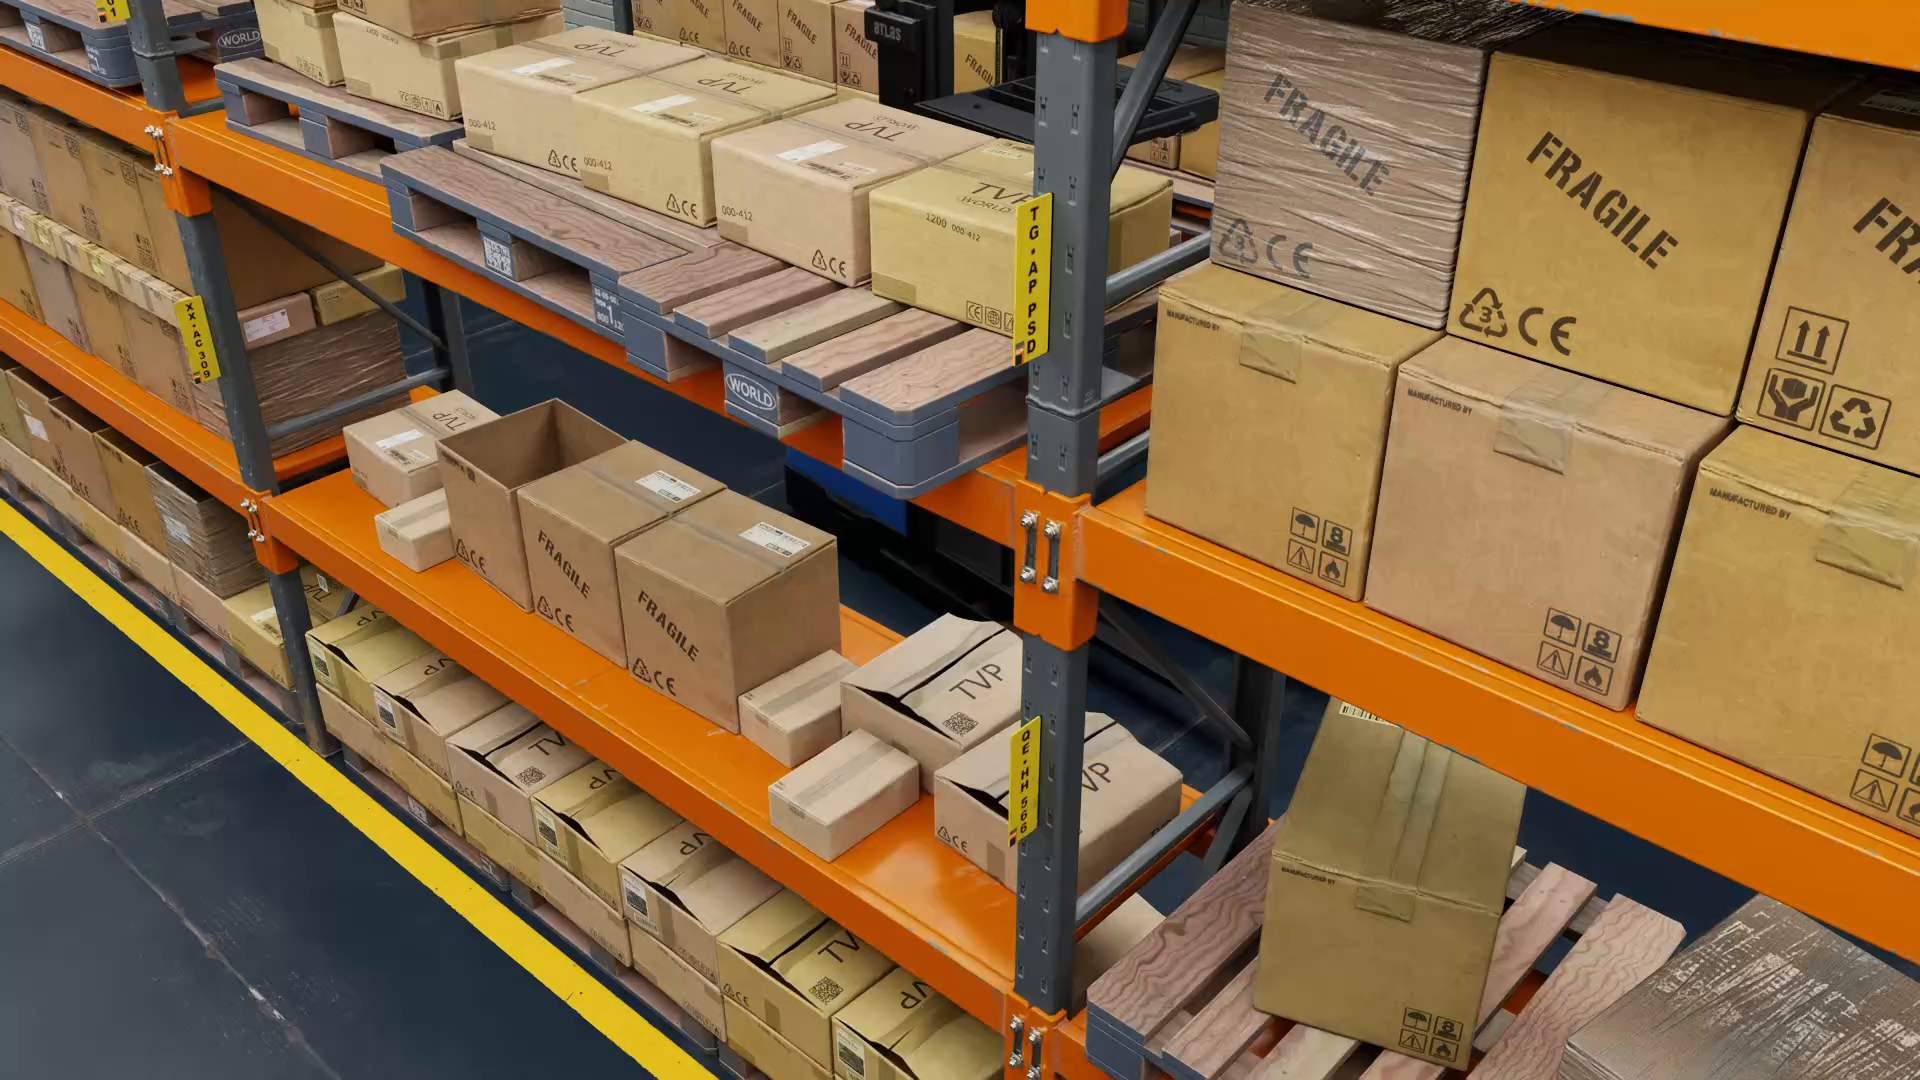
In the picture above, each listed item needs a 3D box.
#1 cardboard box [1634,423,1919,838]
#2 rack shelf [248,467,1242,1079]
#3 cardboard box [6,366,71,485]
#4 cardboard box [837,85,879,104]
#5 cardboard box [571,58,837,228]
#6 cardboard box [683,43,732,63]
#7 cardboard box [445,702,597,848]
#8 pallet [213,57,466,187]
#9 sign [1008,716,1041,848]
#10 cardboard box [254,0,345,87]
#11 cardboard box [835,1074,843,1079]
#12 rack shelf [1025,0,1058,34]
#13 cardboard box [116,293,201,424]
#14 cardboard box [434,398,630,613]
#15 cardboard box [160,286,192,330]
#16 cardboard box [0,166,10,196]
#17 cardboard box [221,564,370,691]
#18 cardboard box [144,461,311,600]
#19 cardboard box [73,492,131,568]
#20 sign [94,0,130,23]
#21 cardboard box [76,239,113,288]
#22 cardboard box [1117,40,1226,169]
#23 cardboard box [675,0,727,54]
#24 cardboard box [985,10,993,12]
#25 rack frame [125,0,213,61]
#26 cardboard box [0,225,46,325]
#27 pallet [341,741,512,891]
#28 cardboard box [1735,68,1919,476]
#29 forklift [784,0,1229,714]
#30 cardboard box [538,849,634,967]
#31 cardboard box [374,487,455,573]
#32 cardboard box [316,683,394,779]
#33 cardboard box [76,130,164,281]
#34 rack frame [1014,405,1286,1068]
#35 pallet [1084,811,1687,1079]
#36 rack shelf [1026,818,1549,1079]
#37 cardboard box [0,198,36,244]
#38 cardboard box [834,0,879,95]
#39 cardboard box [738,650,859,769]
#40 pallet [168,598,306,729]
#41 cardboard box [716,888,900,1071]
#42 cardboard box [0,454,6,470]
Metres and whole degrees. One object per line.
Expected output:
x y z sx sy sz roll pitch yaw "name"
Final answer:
1.626 0.004 2.830 0.500 0.500 0.910 25 39 35 "cardboard box"
-0.966 0.453 5.786 4.000 0.370 1.077 25 39 35 "rack shelf"
-4.415 -0.644 8.443 0.500 0.500 0.500 25 39 35 "cardboard box"
-0.430 -2.779 10.584 0.500 0.250 0.500 25 39 35 "cardboard box"
-0.675 -1.076 4.459 0.500 0.250 0.500 24 39 34 "cardboard box"
-1.550 -3.307 11.461 0.500 0.250 0.500 24 38 34 "cardboard box"
-1.558 0.803 6.223 0.500 0.311 0.500 24 38 34 "cardboard box"
-1.787 -1.450 5.527 1.217 0.209 0.805 23 38 33 "pallet"
0.146 0.555 3.798 0.005 0.325 0.100 25 39 35 "sign"
-1.999 -1.731 5.547 0.500 0.250 0.500 -25 39 -35 "cardboard box"
-0.037 1.746 5.199 0.500 0.250 0.500 26 40 36 "cardboard box"
-0.966 -1.946 4.342 4.000 0.370 1.077 25 39 35 "rack shelf"
-3.178 -0.921 7.275 0.500 0.500 0.700 25 39 35 "cardboard box"
-1.500 -0.136 5.970 0.500 0.500 0.500 -26 40 -36 "cardboard box"
-2.977 -0.966 6.721 0.250 0.149 0.380 24 39 34 "cardboard box"
-4.270 -1.991 7.795 0.500 0.500 0.700 25 39 35 "cardboard box"
-2.940 0.374 7.479 0.500 0.250 0.500 25 39 35 "cardboard box"
-3.303 -0.125 7.581 0.500 0.500 0.500 25 39 35 "cardboard box"
-4.056 -0.143 8.338 0.500 0.250 0.500 25 39 35 "cardboard box"
-2.821 -1.875 5.470 0.005 0.325 0.100 25 39 35 "sign"
-3.548 -1.233 7.164 0.250 0.149 0.380 25 39 35 "cardboard box"
1.227 -2.485 9.446 0.500 0.500 0.700 25 39 35 "cardboard box"
-1.582 -3.638 11.283 0.500 0.500 0.500 25 39 35 "cardboard box"
0.283 -3.131 10.442 0.500 0.500 0.500 25 39 35 "cardboard box"
-2.449 -3.117 5.203 0.127 3.000 1.000 25 39 35 "rack frame"
-4.321 -1.454 8.160 0.500 0.500 0.700 25 39 35 "cardboard box"
-1.877 0.888 7.071 1.213 0.211 1.003 25 39 35 "pallet"
1.592 -0.413 2.552 0.500 0.500 0.500 25 39 35 "cardboard box"
0.416 -1.013 7.591 1.130 2.935 3.031 -25 39 -35 "forklift"
-1.176 1.217 6.078 0.500 0.250 0.500 26 40 36 "cardboard box"
-1.929 -0.055 6.176 0.250 0.149 0.380 25 39 35 "cardboard box"
-2.316 0.685 6.962 0.500 0.250 0.500 24 38 34 "cardboard box"
-3.158 -1.471 6.931 0.500 0.500 0.700 25 39 35 "cardboard box"
0.516 0.837 4.451 0.127 3.000 1.000 25 39 35 "rack frame"
1.066 1.127 4.155 1.003 0.211 1.213 25 39 35 "pallet"
1.999 1.838 3.487 4.000 0.370 1.077 25 39 35 "rack shelf"
-4.129 -1.502 7.611 0.250 0.149 0.380 25 39 36 "cardboard box"
-0.426 -3.103 10.394 0.500 0.500 0.500 24 38 34 "cardboard box"
-0.467 0.525 5.213 0.380 0.149 0.250 -26 40 -36 "cardboard box"
-3.011 0.356 7.954 1.213 0.211 1.003 25 39 35 "pallet"
-0.427 1.331 5.347 0.500 0.311 0.500 24 39 34 "cardboard box"
-5.167 -0.663 9.201 0.500 0.250 0.500 25 39 35 "cardboard box"
